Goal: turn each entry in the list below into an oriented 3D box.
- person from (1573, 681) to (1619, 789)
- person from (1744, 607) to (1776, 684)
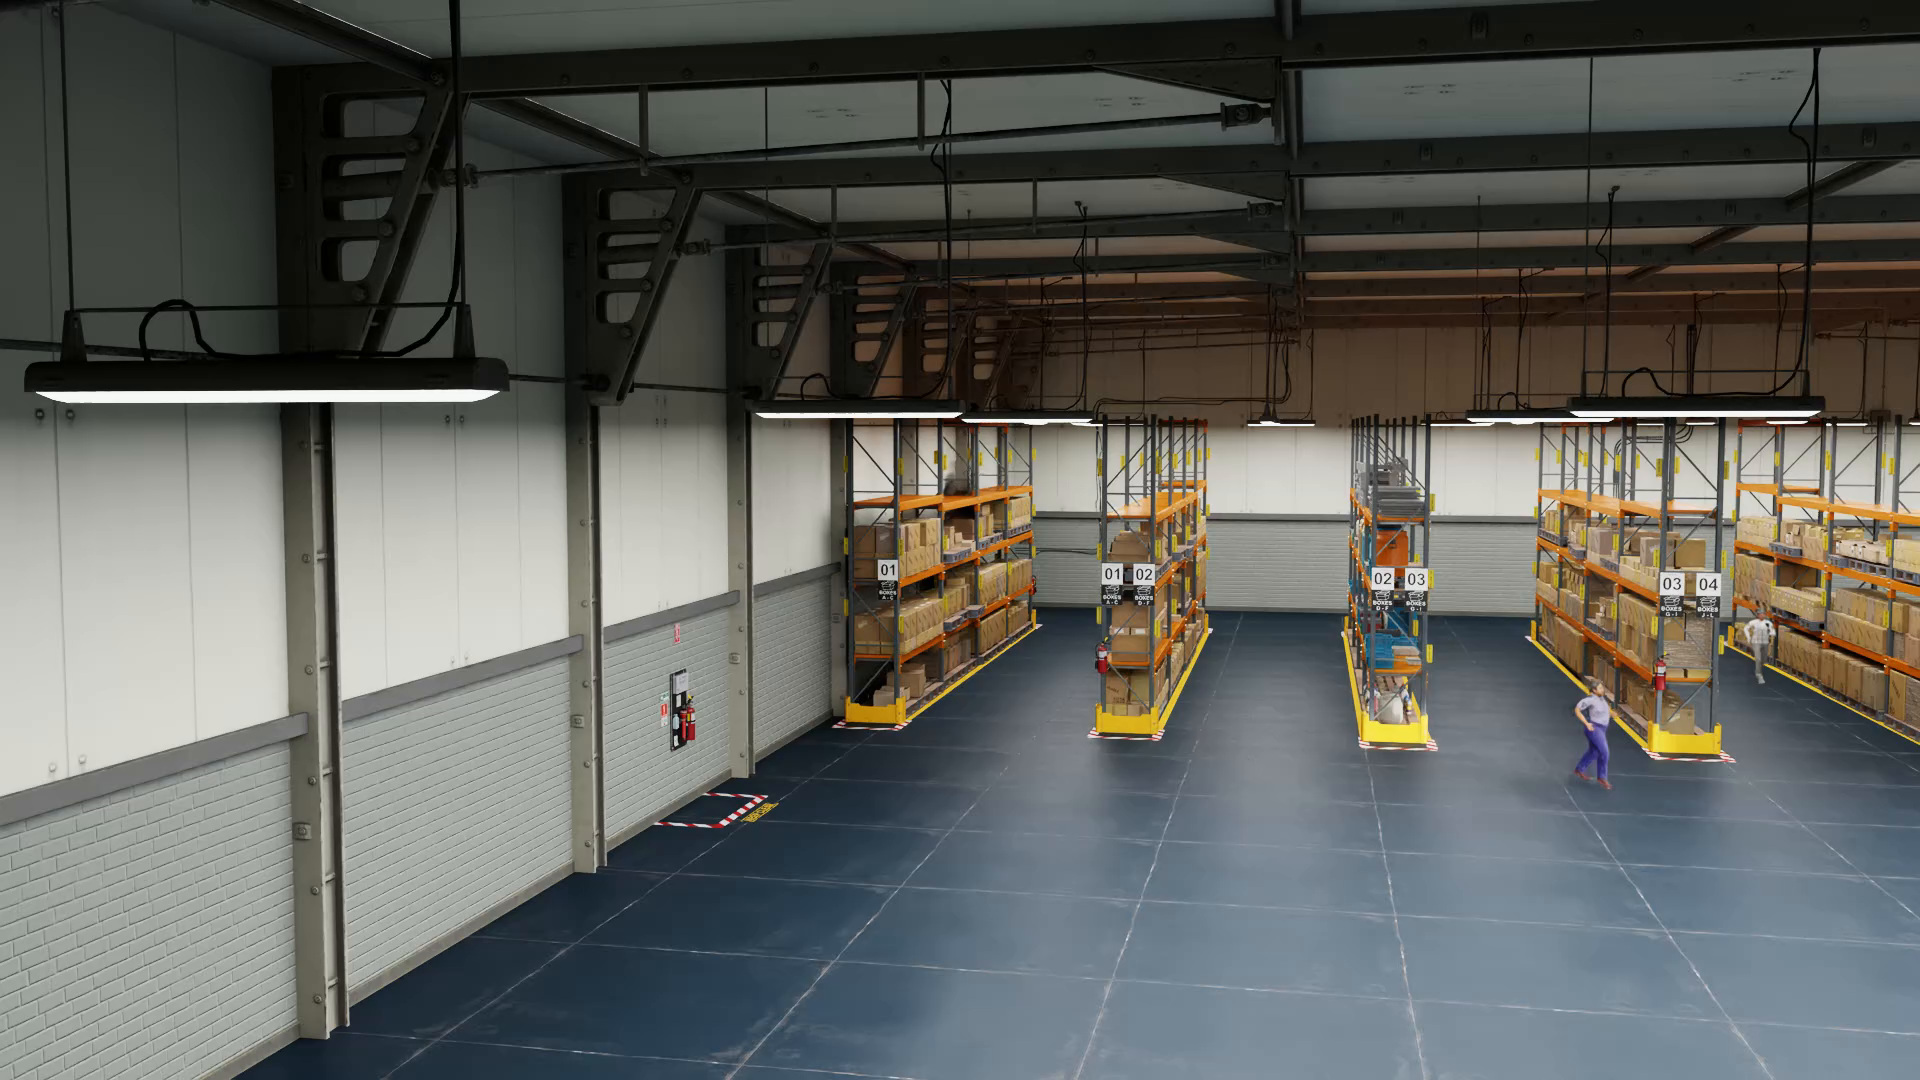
[{"bbox_3d":[10.225,3.126,26.744,0.711,1.694,0.584,3,5,42],"label":"person"},{"bbox_3d":[18.059,2.355,37.501,0.608,1.683,0.906,1,4,8],"label":"person"}]
